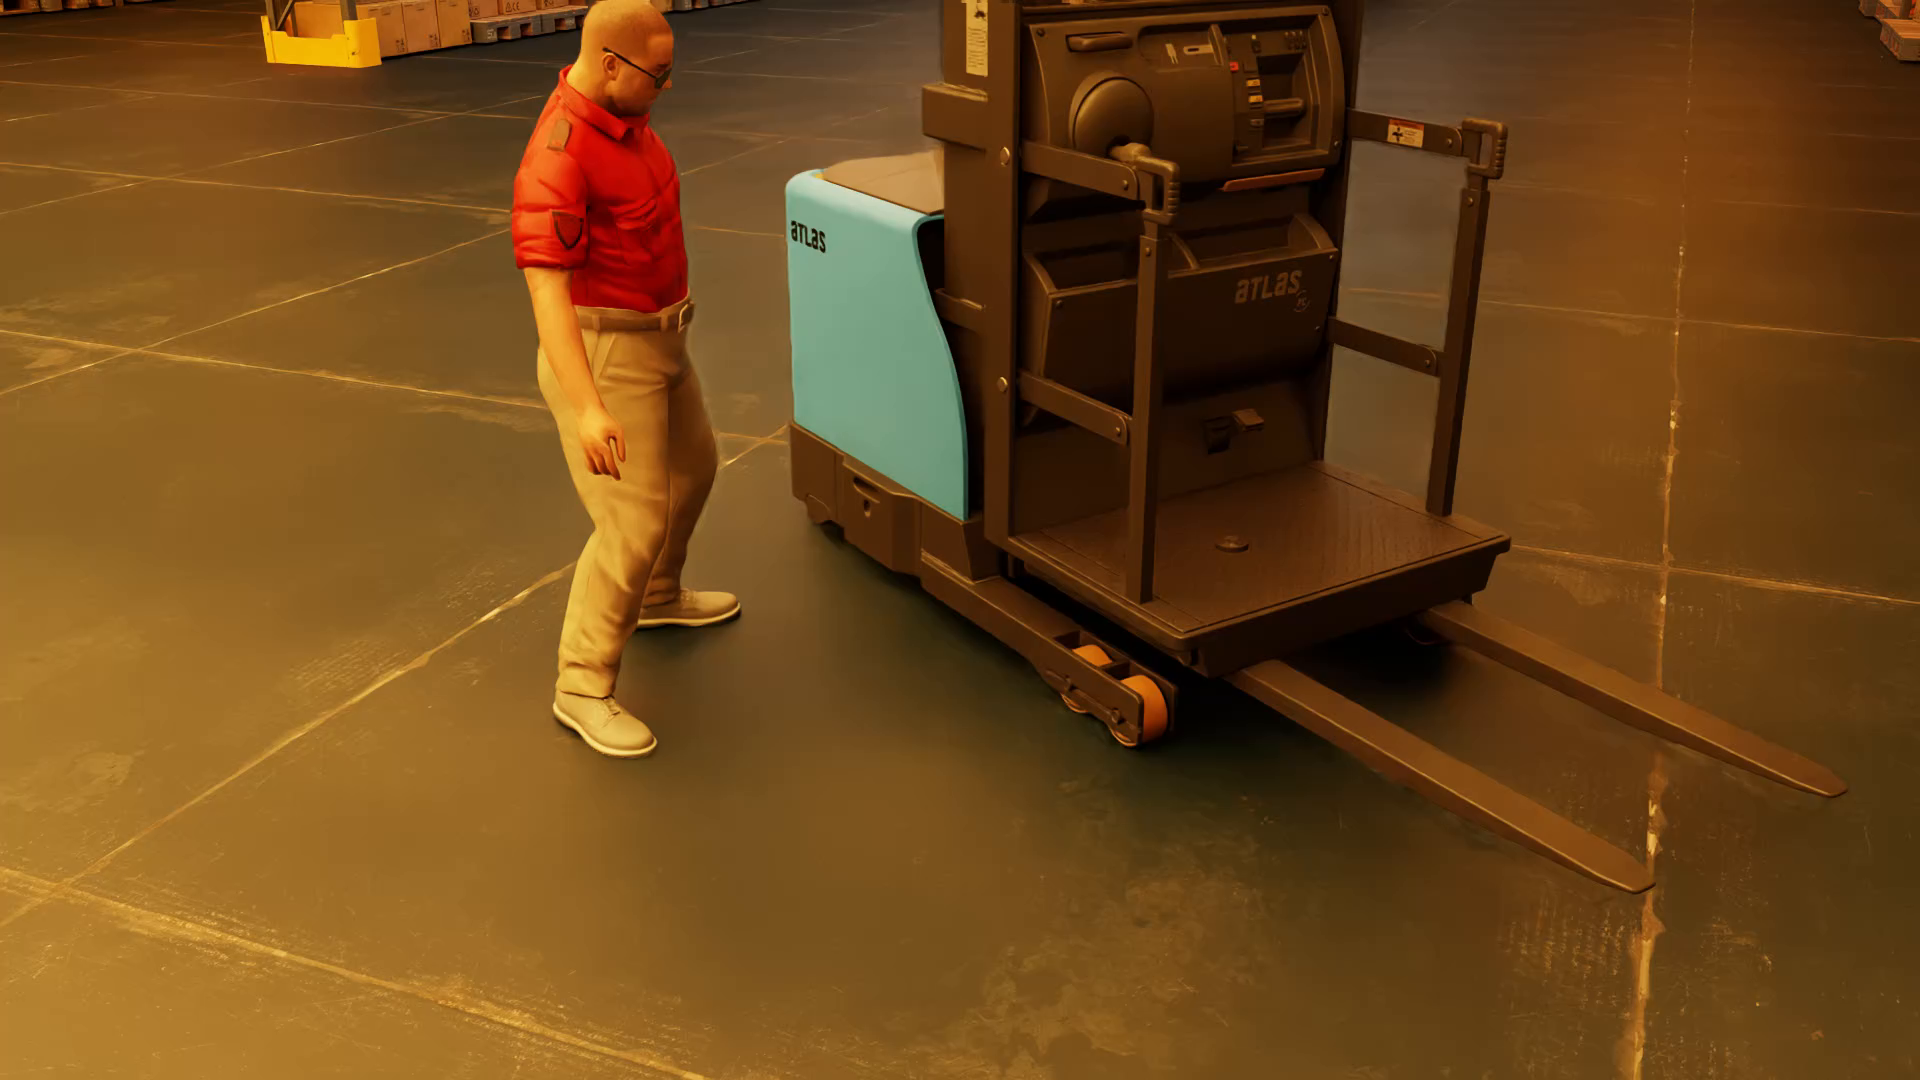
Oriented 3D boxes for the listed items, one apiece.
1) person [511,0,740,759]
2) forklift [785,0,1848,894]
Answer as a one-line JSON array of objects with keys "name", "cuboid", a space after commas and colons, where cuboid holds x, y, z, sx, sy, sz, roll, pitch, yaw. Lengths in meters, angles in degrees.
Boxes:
[{"name": "person", "cuboid": [-0.794, -0.414, 3.926, 0.371, 1.682, 0.914, 3, 23, 7]}, {"name": "forklift", "cuboid": [0.683, -1.072, 3.858, 1.130, 2.935, 3.031, -14, 26, -30]}]
